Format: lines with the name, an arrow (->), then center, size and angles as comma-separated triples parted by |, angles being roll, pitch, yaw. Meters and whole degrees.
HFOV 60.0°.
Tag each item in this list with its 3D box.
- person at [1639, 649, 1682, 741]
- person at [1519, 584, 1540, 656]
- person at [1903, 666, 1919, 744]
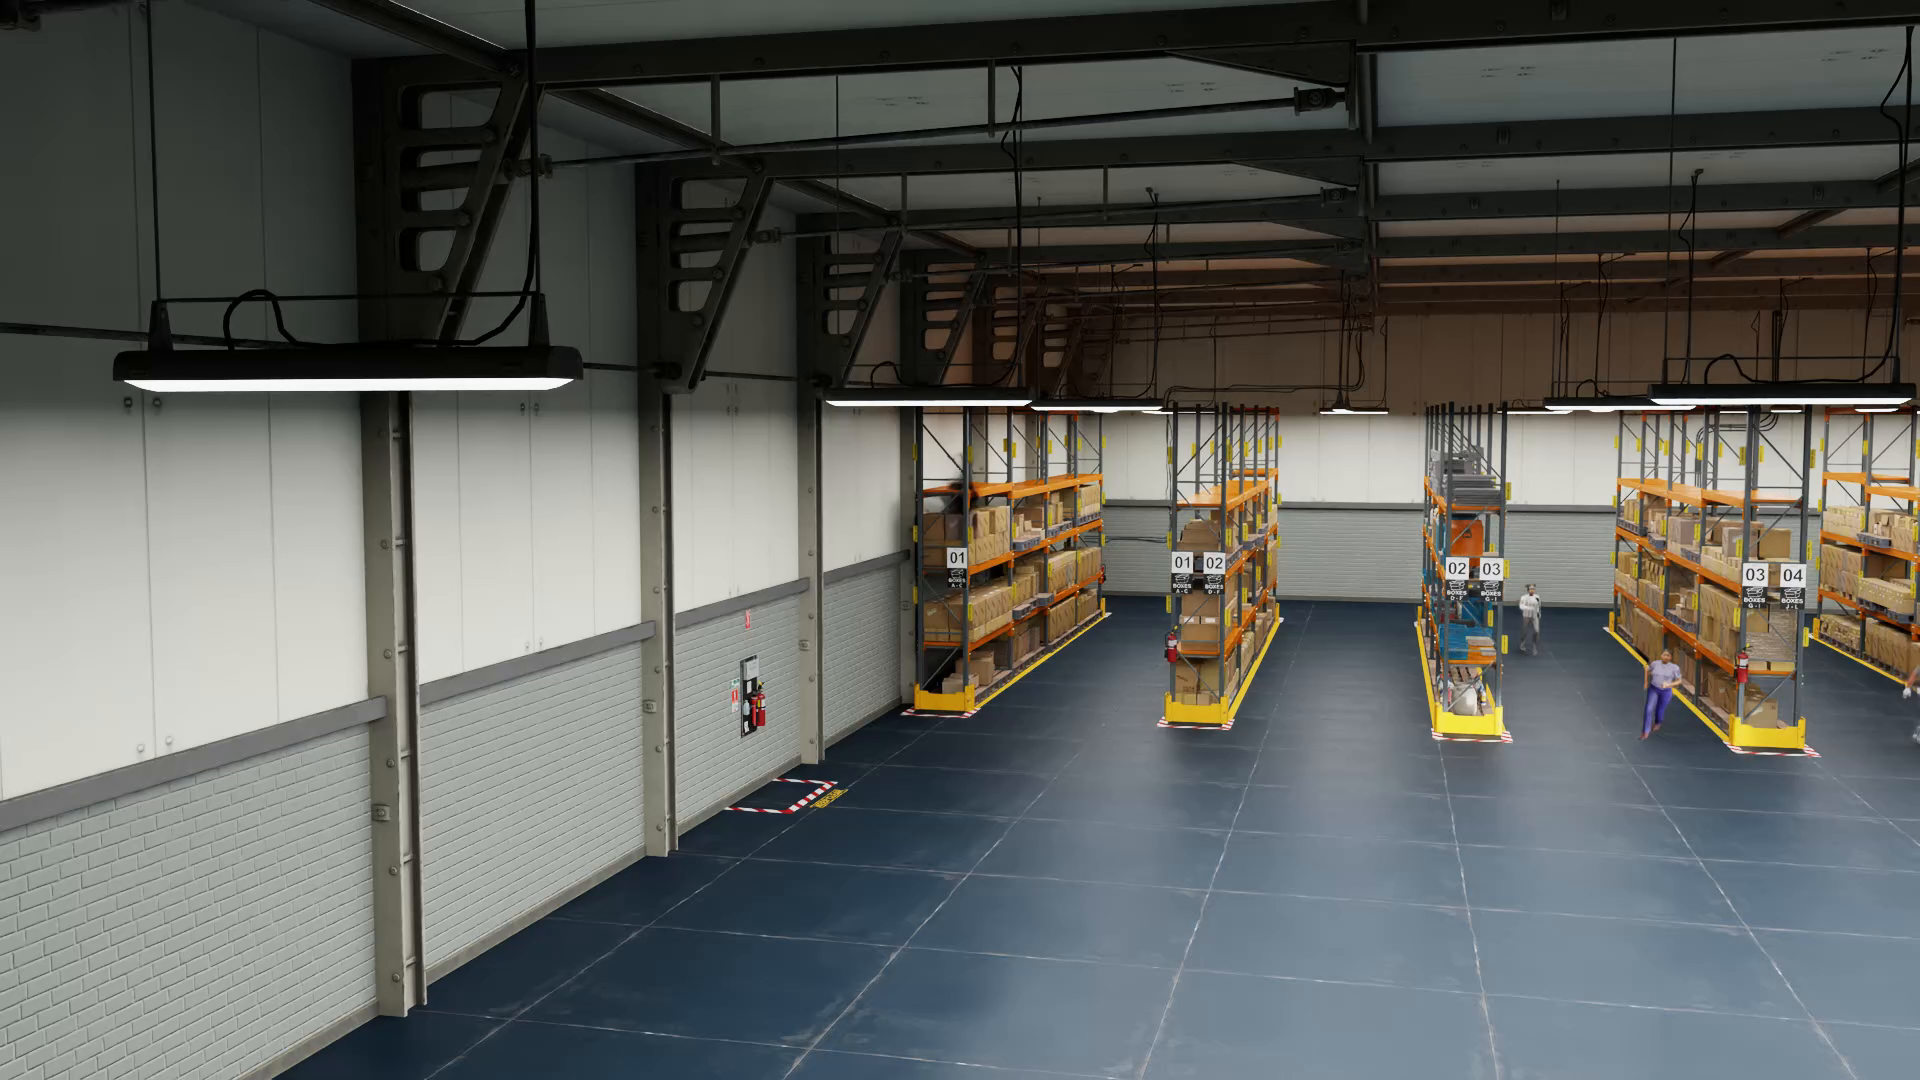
person -> 12.519, 2.740, 29.647 | 0.639, 1.620, 0.808 | 2, 5, 30
person -> 13.795, 1.908, 40.233 | 0.595, 1.745, 0.829 | 0, 4, -2
person -> 16.845, 2.715, 28.724 | 0.634, 1.727, 0.811 | -1, 4, -13
